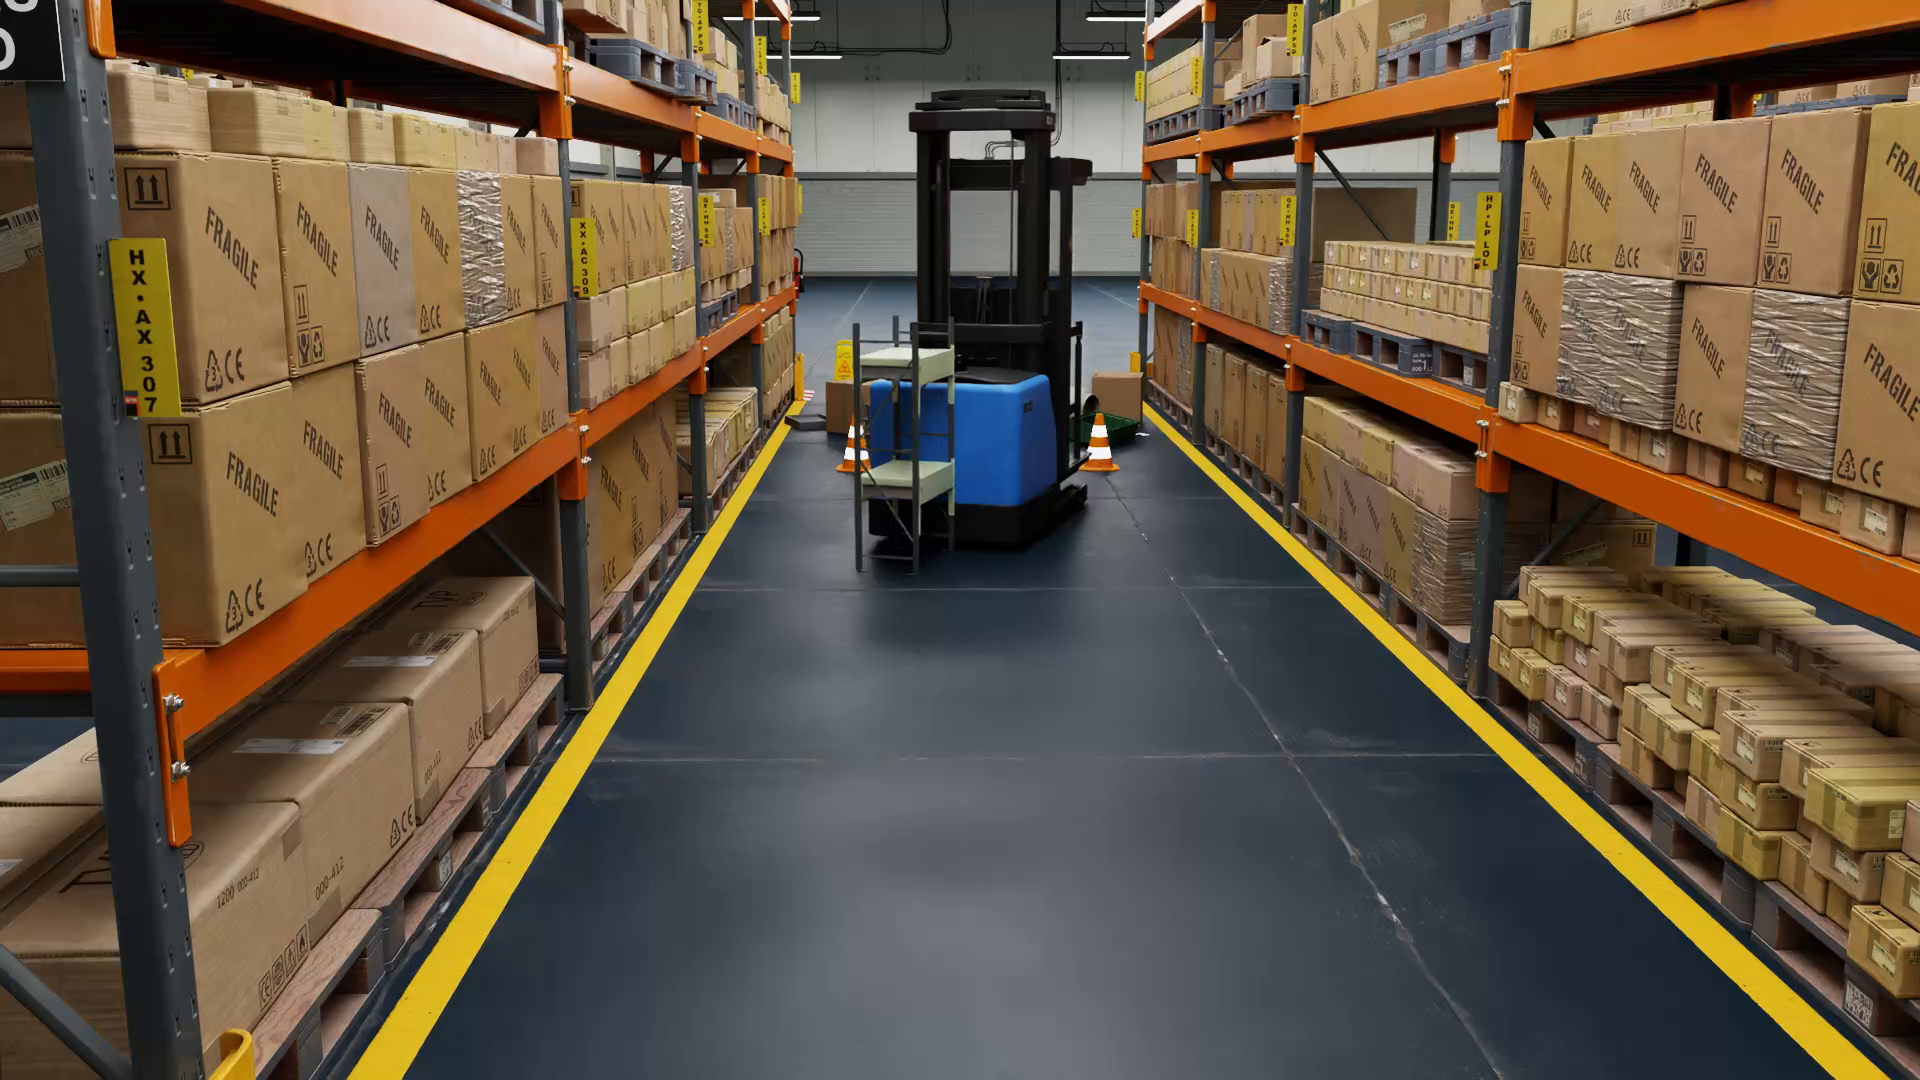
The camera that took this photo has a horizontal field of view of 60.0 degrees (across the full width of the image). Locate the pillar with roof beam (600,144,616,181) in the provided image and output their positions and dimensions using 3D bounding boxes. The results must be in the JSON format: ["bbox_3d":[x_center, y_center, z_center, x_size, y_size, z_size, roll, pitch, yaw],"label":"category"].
[{"bbox_3d":[-4.420,-10.669,41.016,9.100,9.000,0.548,0,11,-1],"label":"pillar with roof beam"}]

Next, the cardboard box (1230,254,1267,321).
[{"bbox_3d":[2.422,-1.992,13.082,0.500,0.500,0.500,0,11,0],"label":"cardboard box"}]

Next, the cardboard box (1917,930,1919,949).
[{"bbox_3d":[2.602,0.978,4.060,0.380,0.149,0.250,-1,11,-3],"label":"cardboard box"}]

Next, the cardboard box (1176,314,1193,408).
[{"bbox_3d":[2.685,-1.818,16.765,0.875,0.875,0.875,0,11,-1],"label":"cardboard box"}]

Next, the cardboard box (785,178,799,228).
[{"bbox_3d":[-2.034,-3.487,17.186,0.700,0.500,0.500,0,11,-2],"label":"cardboard box"}]

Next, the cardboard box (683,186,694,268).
[{"bbox_3d":[-1.941,-1.951,10.365,0.500,0.500,0.500,-1,11,-3],"label":"cardboard box"}]

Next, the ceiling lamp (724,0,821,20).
[{"bbox_3d":[-3.831,-12.145,33.612,2.000,3.185,0.800,0,11,-1],"label":"ceiling lamp"}]

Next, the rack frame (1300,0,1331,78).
[{"bbox_3d":[2.733,-4.494,10.579,1.000,3.000,0.127,0,11,-1],"label":"rack frame"}]

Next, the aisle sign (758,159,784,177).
[{"bbox_3d":[-2.090,-4.392,18.623,0.394,0.787,0.004,0,11,-1],"label":"aisle sign"}]

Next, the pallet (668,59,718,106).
[{"bbox_3d":[-2.147,-2.763,10.067,1.213,0.211,1.003,0,11,1],"label":"pallet"}]

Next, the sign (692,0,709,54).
[{"bbox_3d":[-1.659,-3.277,10.622,0.100,0.325,0.005,0,11,-1],"label":"sign"}]

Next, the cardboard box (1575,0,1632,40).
[{"bbox_3d":[2.581,-1.963,6.023,0.500,0.250,0.500,0,11,-2],"label":"cardboard box"}]

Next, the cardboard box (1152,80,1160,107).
[{"bbox_3d":[2.333,-4.744,17.674,0.500,0.250,0.500,0,11,-2],"label":"cardboard box"}]

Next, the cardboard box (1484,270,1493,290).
[{"bbox_3d":[2.613,-1.212,7.569,0.380,0.149,0.250,0,11,1],"label":"cardboard box"}]

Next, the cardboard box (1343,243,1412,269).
[{"bbox_3d":[2.558,-1.734,10.139,0.380,0.149,0.250,0,11,-1],"label":"cardboard box"}]

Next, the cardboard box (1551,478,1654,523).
[{"bbox_3d":[3.065,-0.255,8.118,0.500,0.250,0.500,-1,11,-4],"label":"cardboard box"}]

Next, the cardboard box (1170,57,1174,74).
[{"bbox_3d":[2.293,-4.715,16.530,0.380,0.149,0.250,0,11,0],"label":"cardboard box"}]

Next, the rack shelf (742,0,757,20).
[{"bbox_3d":[-2.255,-4.303,12.450,1.077,0.370,4.000,0,11,-1],"label":"rack shelf"}]

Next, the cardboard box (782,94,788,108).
[{"bbox_3d":[-2.077,-4.776,18.137,0.380,0.149,0.250,0,11,-1],"label":"cardboard box"}]

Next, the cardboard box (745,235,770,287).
[{"bbox_3d":[-2.027,-2.592,15.293,0.500,0.500,0.500,0,11,-1],"label":"cardboard box"}]

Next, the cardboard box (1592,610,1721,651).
[{"bbox_3d":[2.645,0.367,6.324,0.380,0.149,0.250,-1,11,-3],"label":"cardboard box"}]

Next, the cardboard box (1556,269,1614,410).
[{"bbox_3d":[2.592,-0.756,6.241,0.500,0.500,0.500,0,11,-1],"label":"cardboard box"}]

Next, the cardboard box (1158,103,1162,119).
[{"bbox_3d":[2.276,-4.476,17.357,0.380,0.149,0.250,0,11,-1],"label":"cardboard box"}]

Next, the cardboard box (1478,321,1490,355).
[{"bbox_3d":[2.610,-0.920,7.624,0.380,0.149,0.250,0,11,-2],"label":"cardboard box"}]

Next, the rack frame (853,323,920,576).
[{"bbox_3d":[-0.438,-0.530,9.899,0.400,1.500,0.023,3,12,16],"label":"rack frame"}]

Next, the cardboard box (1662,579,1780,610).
[{"bbox_3d":[3.129,0.261,6.846,0.380,0.149,0.250,0,11,0],"label":"cardboard box"}]

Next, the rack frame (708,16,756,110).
[{"bbox_3d":[-2.296,-5.249,14.299,1.000,3.000,0.127,0,11,-1],"label":"rack frame"}]

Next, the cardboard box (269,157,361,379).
[{"bbox_3d":[-1.791,-0.662,4.010,0.500,0.500,0.500,-1,11,-3],"label":"cardboard box"}]

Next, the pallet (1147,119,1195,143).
[{"bbox_3d":[2.594,-4.424,17.998,1.003,0.211,1.213,0,11,-1],"label":"pallet"}]

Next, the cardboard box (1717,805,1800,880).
[{"bbox_3d":[2.567,0.921,5.091,0.380,0.149,0.250,-1,11,-4],"label":"cardboard box"}]

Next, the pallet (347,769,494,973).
[{"bbox_3d":[-2.165,1.043,5.389,1.003,0.211,1.213,0,11,-1],"label":"pallet"}]

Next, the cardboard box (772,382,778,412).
[{"bbox_3d":[-2.061,-1.392,16.233,0.500,0.250,0.500,0,11,2],"label":"cardboard box"}]

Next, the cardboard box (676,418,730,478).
[{"bbox_3d":[-2.239,-0.691,12.472,0.950,0.372,0.625,0,11,-2],"label":"cardboard box"}]

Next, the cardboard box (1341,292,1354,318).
[{"bbox_3d":[2.552,-1.440,10.189,0.380,0.149,0.250,0,11,2],"label":"cardboard box"}]

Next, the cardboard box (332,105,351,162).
[{"bbox_3d":[-1.828,-1.060,4.343,0.380,0.149,0.250,0,11,-1],"label":"cardboard box"}]

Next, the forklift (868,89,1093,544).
[{"bbox_3d":[0.309,-1.658,11.859,1.130,2.935,3.031,3,12,16],"label":"forklift"}]

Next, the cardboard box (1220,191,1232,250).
[{"bbox_3d":[2.667,-2.790,14.499,0.700,0.500,0.500,0,11,-2],"label":"cardboard box"}]

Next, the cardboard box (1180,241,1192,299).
[{"bbox_3d":[2.597,-2.605,15.979,0.875,0.550,0.550,0,11,-1],"label":"cardboard box"}]

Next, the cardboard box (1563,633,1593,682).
[{"bbox_3d":[2.640,0.458,6.622,0.380,0.149,0.250,0,11,-1],"label":"cardboard box"}]

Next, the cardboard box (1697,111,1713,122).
[{"bbox_3d":[7.341,-3.940,15.766,0.500,0.250,0.500,0,11,0],"label":"cardboard box"}]

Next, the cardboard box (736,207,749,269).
[{"bbox_3d":[-2.046,-2.520,13.880,0.500,0.500,0.500,0,11,-1],"label":"cardboard box"}]

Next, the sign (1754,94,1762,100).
[{"bbox_3d":[7.069,-4.069,14.728,0.100,0.325,0.005,0,11,-1],"label":"sign"}]

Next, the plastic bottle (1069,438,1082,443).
[{"bbox_3d":[1.136,-0.958,15.627,0.133,0.061,0.283,-7,13,-30],"label":"plastic bottle"}]

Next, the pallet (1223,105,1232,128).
[{"bbox_3d":[2.719,-3.543,13.918,0.805,0.209,1.217,-1,11,-3],"label":"pallet"}]

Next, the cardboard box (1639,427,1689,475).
[{"bbox_3d":[2.570,-0.317,5.707,0.380,0.149,0.250,0,11,1],"label":"cardboard box"}]

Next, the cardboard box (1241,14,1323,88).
[{"bbox_3d":[2.417,-3.672,12.513,0.500,0.500,0.500,0,11,-1],"label":"cardboard box"}]

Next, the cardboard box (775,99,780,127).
[{"bbox_3d":[-2.061,-4.242,16.510,0.500,0.250,0.500,0,11,-1],"label":"cardboard box"}]

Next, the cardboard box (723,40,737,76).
[{"bbox_3d":[-2.157,-4.041,13.955,0.500,0.250,0.500,0,11,0],"label":"cardboard box"}]

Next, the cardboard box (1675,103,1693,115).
[{"bbox_3d":[7.284,-4.267,16.377,0.380,0.149,0.250,0,11,2],"label":"cardboard box"}]

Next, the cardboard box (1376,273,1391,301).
[{"bbox_3d":[2.571,-1.430,9.389,0.380,0.149,0.250,0,11,-2],"label":"cardboard box"}]

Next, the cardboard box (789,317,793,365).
[{"bbox_3d":[-2.102,-2.172,18.192,0.500,0.500,0.500,0,11,-1],"label":"cardboard box"}]

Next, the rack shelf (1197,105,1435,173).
[{"bbox_3d":[2.692,-3.069,12.908,1.077,0.370,4.000,0,11,-1],"label":"rack shelf"}]

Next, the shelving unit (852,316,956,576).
[{"bbox_3d":[-0.334,-0.600,10.243,0.431,1.500,0.755,3,12,16],"label":"shelving unit"}]

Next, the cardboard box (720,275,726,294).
[{"bbox_3d":[-2.019,-1.983,12.866,0.380,0.149,0.250,0,11,1],"label":"cardboard box"}]

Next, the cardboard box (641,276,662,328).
[{"bbox_3d":[-1.893,-1.283,8.959,0.500,0.250,0.500,-1,11,-3],"label":"cardboard box"}]

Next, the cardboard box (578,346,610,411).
[{"bbox_3d":[-1.876,-0.734,7.508,0.500,0.250,0.500,-1,11,-2],"label":"cardboard box"}]
